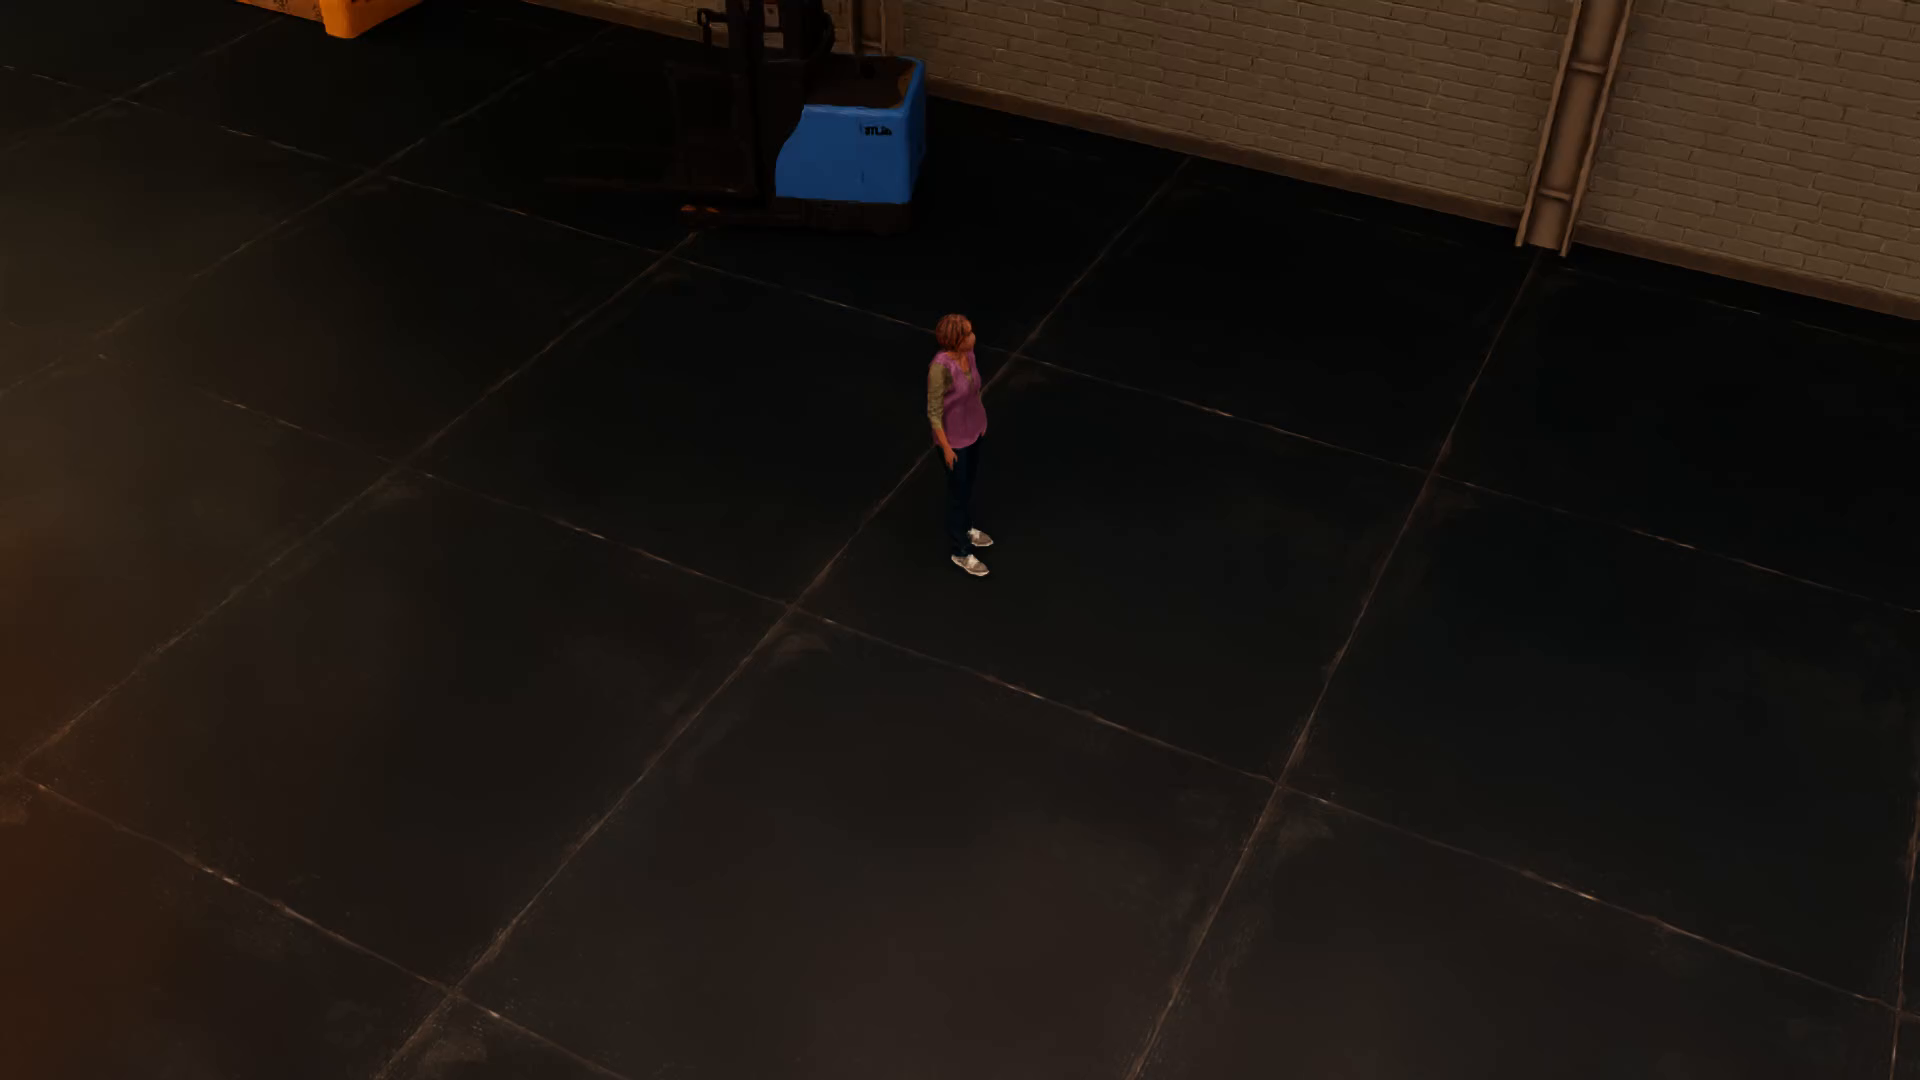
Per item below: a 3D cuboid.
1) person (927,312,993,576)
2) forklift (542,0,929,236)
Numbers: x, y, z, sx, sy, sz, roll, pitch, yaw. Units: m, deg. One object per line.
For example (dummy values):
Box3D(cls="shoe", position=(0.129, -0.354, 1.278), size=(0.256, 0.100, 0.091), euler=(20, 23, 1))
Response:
Box3D(cls="person", position=(0.060, -0.581, 9.712), size=(0.474, 1.583, 0.520), euler=(18, 43, 21))
Box3D(cls="forklift", position=(-1.817, -3.927, 12.649), size=(3.031, 2.935, 1.130), euler=(5, 40, 6))
